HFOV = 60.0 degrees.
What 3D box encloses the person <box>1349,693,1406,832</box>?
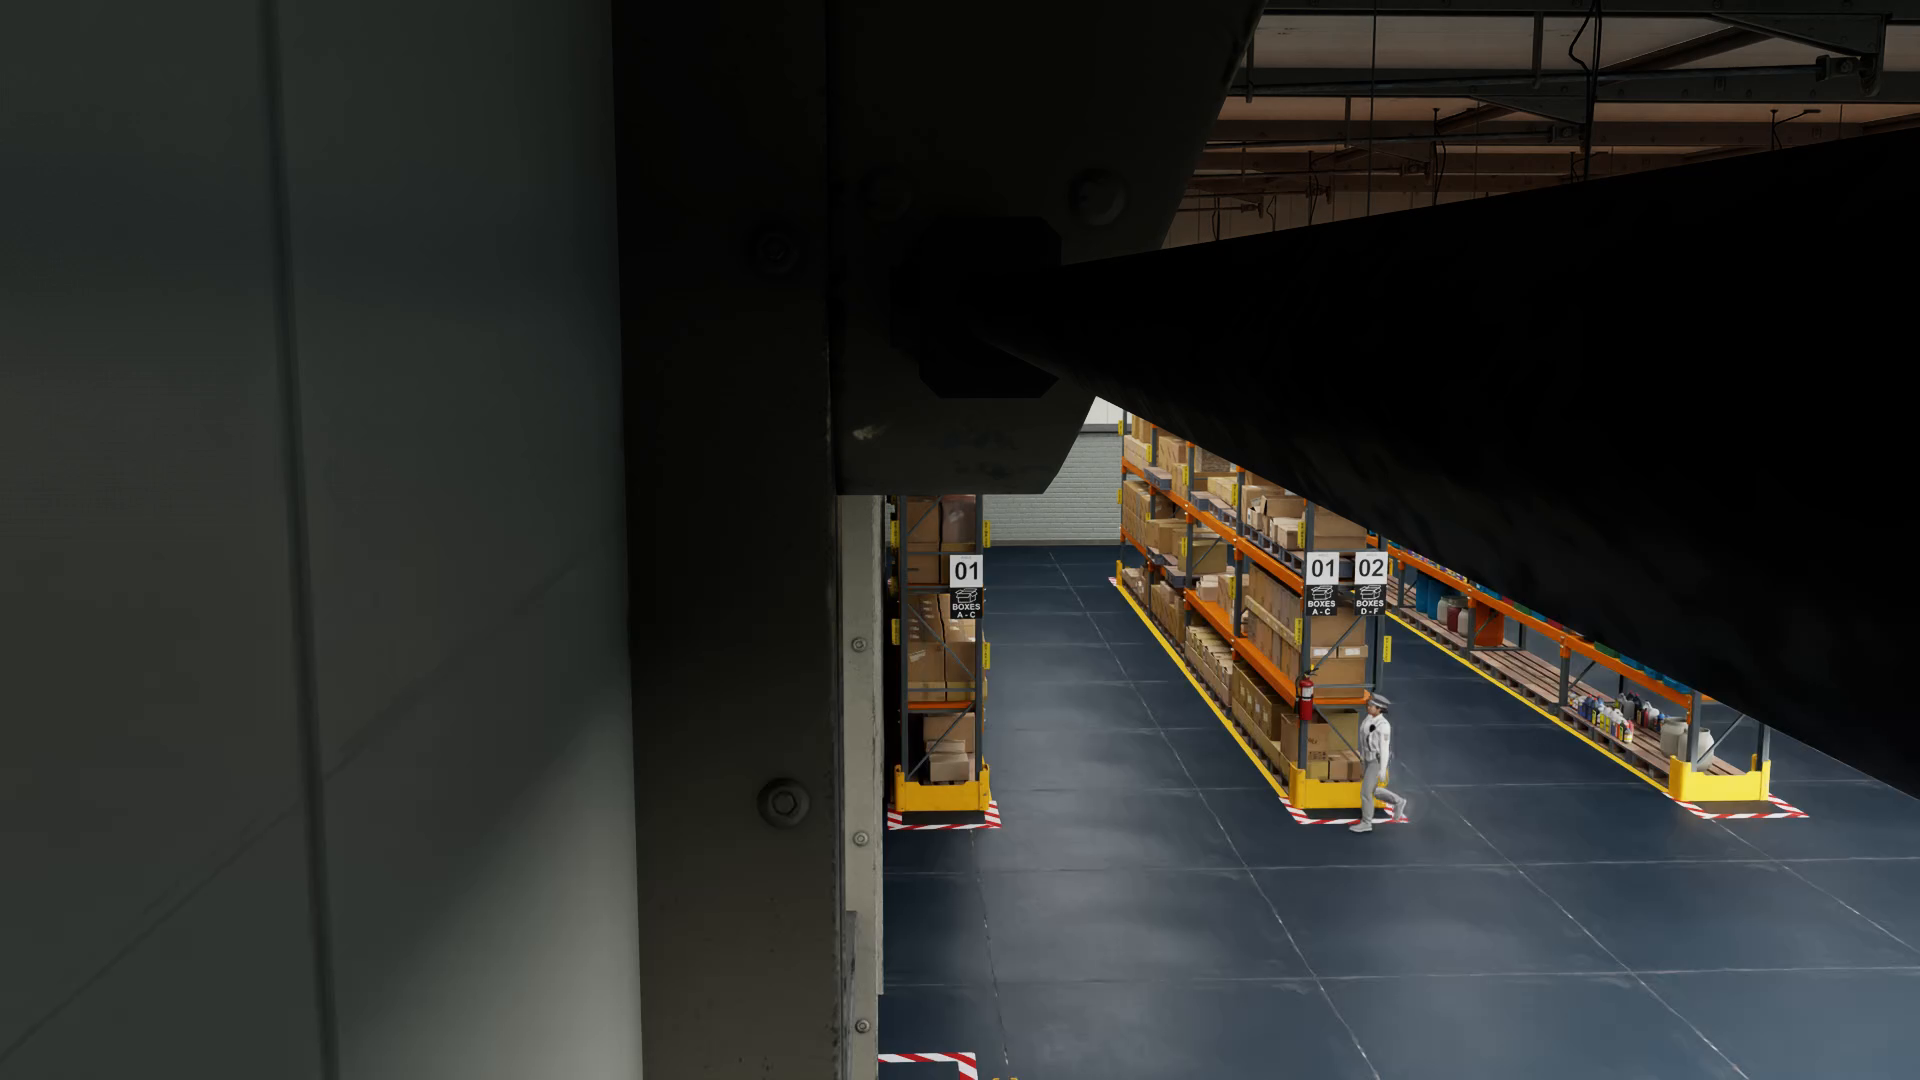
[{"bbox_3d":[4.977,2.610,19.690,0.768,1.658,0.508,-2,9,-10],"label":"person"}]
